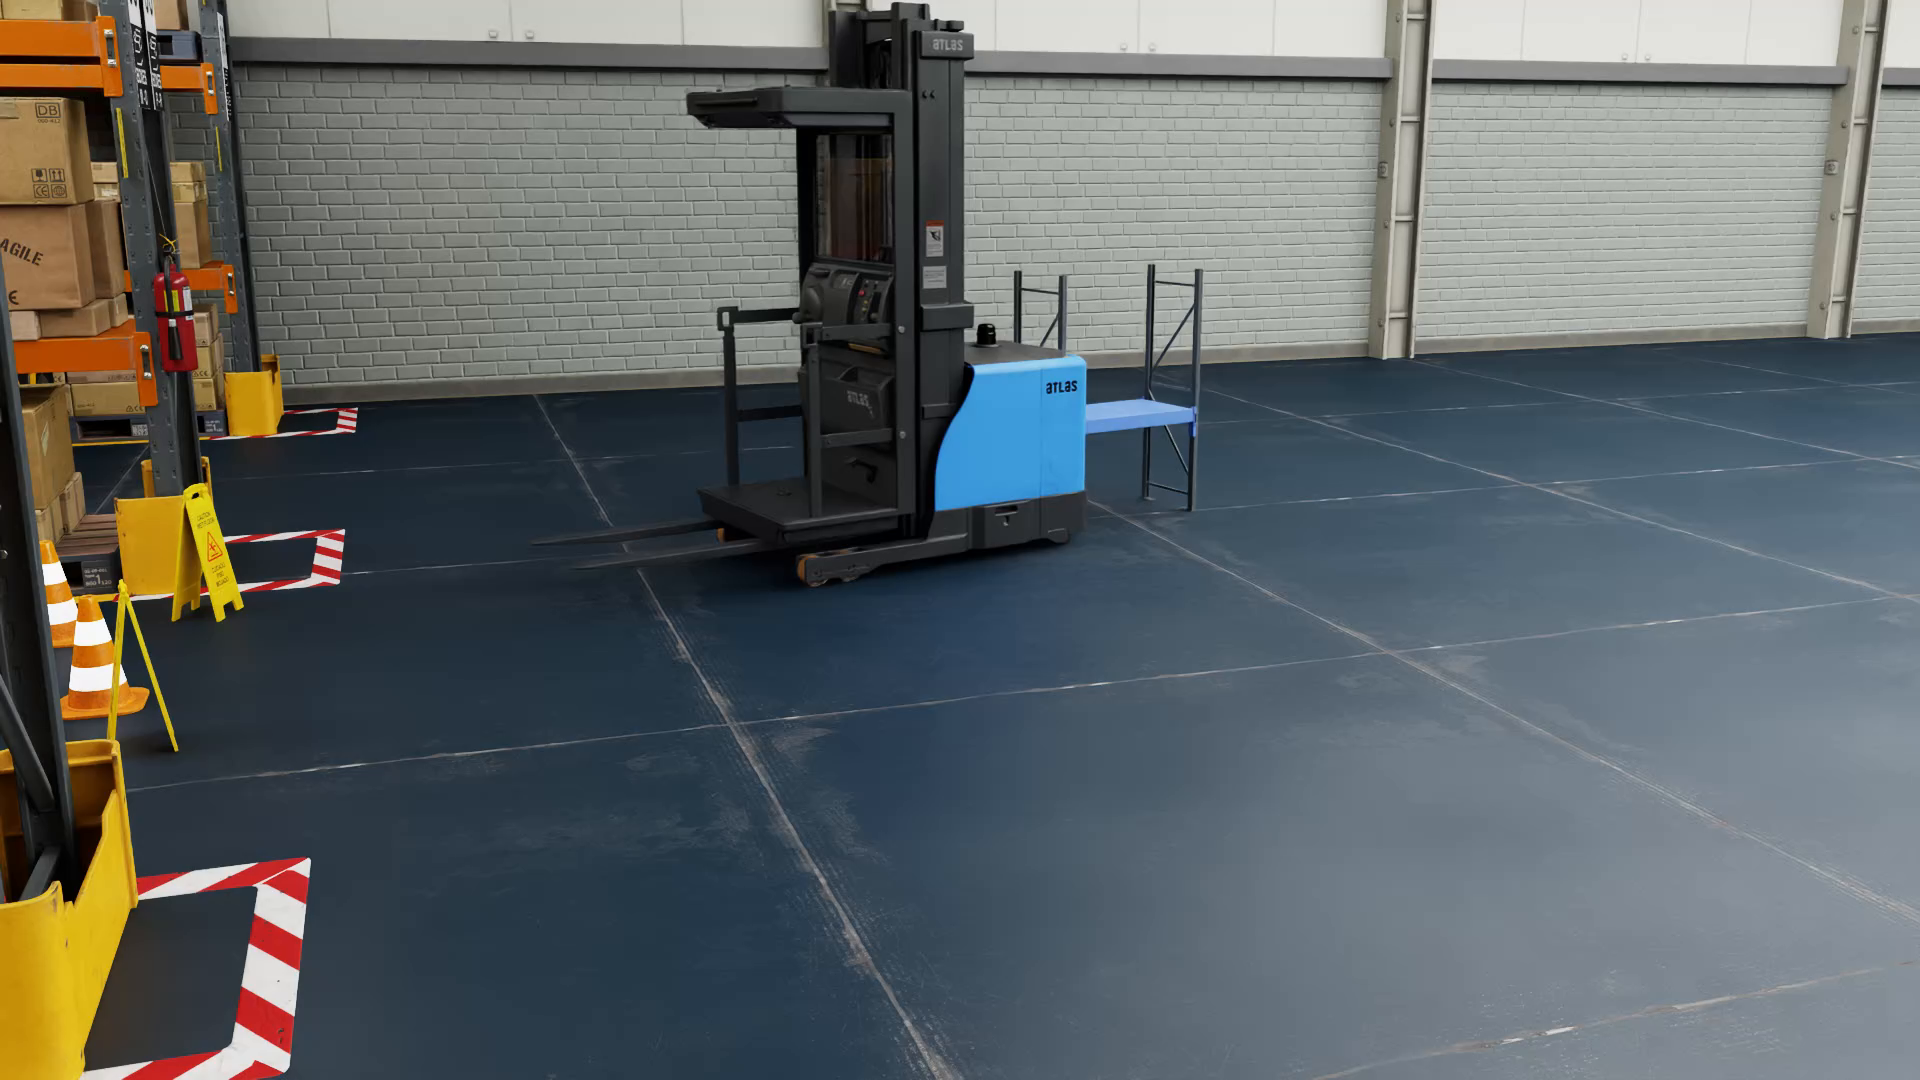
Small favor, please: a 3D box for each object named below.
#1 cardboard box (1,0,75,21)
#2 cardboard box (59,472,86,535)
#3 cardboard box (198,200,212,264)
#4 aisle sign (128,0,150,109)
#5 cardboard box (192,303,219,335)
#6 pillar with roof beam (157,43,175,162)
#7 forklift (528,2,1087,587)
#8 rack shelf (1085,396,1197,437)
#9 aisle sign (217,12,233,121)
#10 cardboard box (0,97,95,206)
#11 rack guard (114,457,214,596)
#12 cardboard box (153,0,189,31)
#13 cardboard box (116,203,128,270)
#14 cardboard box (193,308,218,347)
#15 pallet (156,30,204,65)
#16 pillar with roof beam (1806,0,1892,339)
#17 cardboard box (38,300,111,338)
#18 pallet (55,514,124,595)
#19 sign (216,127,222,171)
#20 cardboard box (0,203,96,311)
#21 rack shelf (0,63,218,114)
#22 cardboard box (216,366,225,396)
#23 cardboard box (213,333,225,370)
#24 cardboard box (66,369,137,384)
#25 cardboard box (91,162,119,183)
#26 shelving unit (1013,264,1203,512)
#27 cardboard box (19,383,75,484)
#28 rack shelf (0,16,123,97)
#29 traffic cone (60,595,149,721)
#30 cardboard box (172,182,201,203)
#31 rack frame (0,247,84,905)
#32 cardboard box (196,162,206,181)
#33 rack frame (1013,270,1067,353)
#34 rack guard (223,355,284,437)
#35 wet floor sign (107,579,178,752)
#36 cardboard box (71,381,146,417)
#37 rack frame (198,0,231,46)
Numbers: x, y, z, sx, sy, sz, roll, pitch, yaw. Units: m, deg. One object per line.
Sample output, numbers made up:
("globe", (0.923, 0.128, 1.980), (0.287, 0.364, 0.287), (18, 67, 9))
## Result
("cardboard box", (-4.440, -2.566, 8.009), (0.250, 0.149, 0.380), (-4, 14, -18))
("cardboard box", (-5.043, -0.184, 8.970), (0.500, 0.250, 0.500), (-5, 14, -19))
("cardboard box", (-6.335, -2.478, 13.362), (0.500, 0.500, 0.500), (-4, 14, -16))
("aisle sign", (-4.039, -2.522, 8.147), (0.004, 0.787, 0.394), (-4, 14, -18))
("cardboard box", (-6.293, -1.764, 13.451), (0.500, 0.250, 0.500), (-5, 14, -19))
("pillar with roof beam", (-5.352, -4.526, 9.223), (0.400, 9.000, 9.100), (-4, 14, -18))
("forklift", (-0.790, -1.323, 8.870), (3.031, 2.935, 1.130), (-8, 16, -32))
("rack shelf", (0.896, -0.718, 10.196), (1.000, 0.185, 0.538), (-8, 16, -32))
("aisle sign", (-5.621, -3.610, 12.720), (0.004, 0.787, 0.394), (-4, 14, -18))
("cardboard box", (-4.605, -1.911, 8.174), (0.500, 0.500, 0.700), (-5, 14, -19))
("rack guard", (-4.263, -0.095, 8.961), (0.348, 0.500, 1.175), (-4, 14, -18))
("cardboard box", (-6.119, -4.080, 12.491), (0.500, 0.500, 0.500), (-4, 14, -16))
("cardboard box", (-6.655, -2.323, 12.713), (0.500, 0.500, 0.500), (-4, 14, -16))
("cardboard box", (-6.114, -1.656, 12.995), (0.500, 0.250, 0.500), (-4, 14, -16))
("pallet", (-6.456, -3.775, 12.739), (1.213, 0.211, 1.003), (-4, 14, -18))
("pillar with roof beam", (11.708, -5.854, 14.808), (0.400, 9.000, 9.100), (-4, 14, -18))
("cardboard box", (-4.477, -1.120, 8.412), (0.250, 0.149, 0.380), (-4, 14, -16))
("pallet", (-5.044, 0.098, 8.775), (1.213, 0.211, 1.003), (-4, 14, -18))
("sign", (-5.617, -2.963, 12.605), (0.005, 0.325, 0.100), (-4, 14, -18))
("cardboard box", (-4.617, -1.409, 8.227), (0.500, 0.500, 0.500), (-5, 14, -19))
("rack shelf", (-7.673, -3.367, 12.387), (4.000, 0.370, 1.077), (-4, 14, -18))
("cardboard box", (-6.305, -1.278, 13.569), (0.500, 0.250, 0.500), (-4, 14, -18))
("cardboard box", (-6.289, -1.526, 13.529), (0.500, 0.250, 0.500), (-4, 14, -17))
("cardboard box", (-6.618, -1.376, 12.898), (0.500, 0.250, 0.500), (-5, 14, -19))
("cardboard box", (-6.513, -2.791, 12.634), (0.250, 0.149, 0.380), (-4, 14, -17))
("shelving unit", (0.896, -0.893, 10.155), (1.048, 1.500, 0.538), (-8, 16, -32))
("cardboard box", (-5.066, -0.547, 8.875), (0.500, 0.500, 0.500), (-5, 14, -20))
("rack shelf", (-6.086, -2.278, 7.811), (4.000, 0.370, 1.077), (-4, 14, -18))
("traffic cone", (-3.510, 0.451, 6.748), (0.334, 0.463, 0.336), (-4, 14, -18))
("cardboard box", (-6.016, -2.682, 12.819), (0.250, 0.149, 0.380), (-4, 14, -17))
("rack frame", (-2.516, -0.238, 4.163), (0.127, 3.000, 1.000), (-4, 14, -18))
("cardboard box", (-6.164, -2.936, 13.243), (0.250, 0.149, 0.380), (-5, 14, -19))
("rack frame", (0.468, -0.829, 9.888), (0.032, 1.500, 0.500), (-8, 16, -32))
("rack guard", (-5.755, -1.191, 13.568), (0.348, 0.500, 1.175), (-4, 14, -18))
("wet floor sign", (-3.120, 0.471, 6.270), (0.232, 0.644, 0.267), (-7, 15, -28))
("cardboard box", (-6.596, -1.133, 12.958), (0.500, 0.250, 0.500), (-4, 14, -18))
("rack frame", (-5.777, -5.324, 12.577), (0.127, 3.000, 1.000), (-4, 14, -18))
